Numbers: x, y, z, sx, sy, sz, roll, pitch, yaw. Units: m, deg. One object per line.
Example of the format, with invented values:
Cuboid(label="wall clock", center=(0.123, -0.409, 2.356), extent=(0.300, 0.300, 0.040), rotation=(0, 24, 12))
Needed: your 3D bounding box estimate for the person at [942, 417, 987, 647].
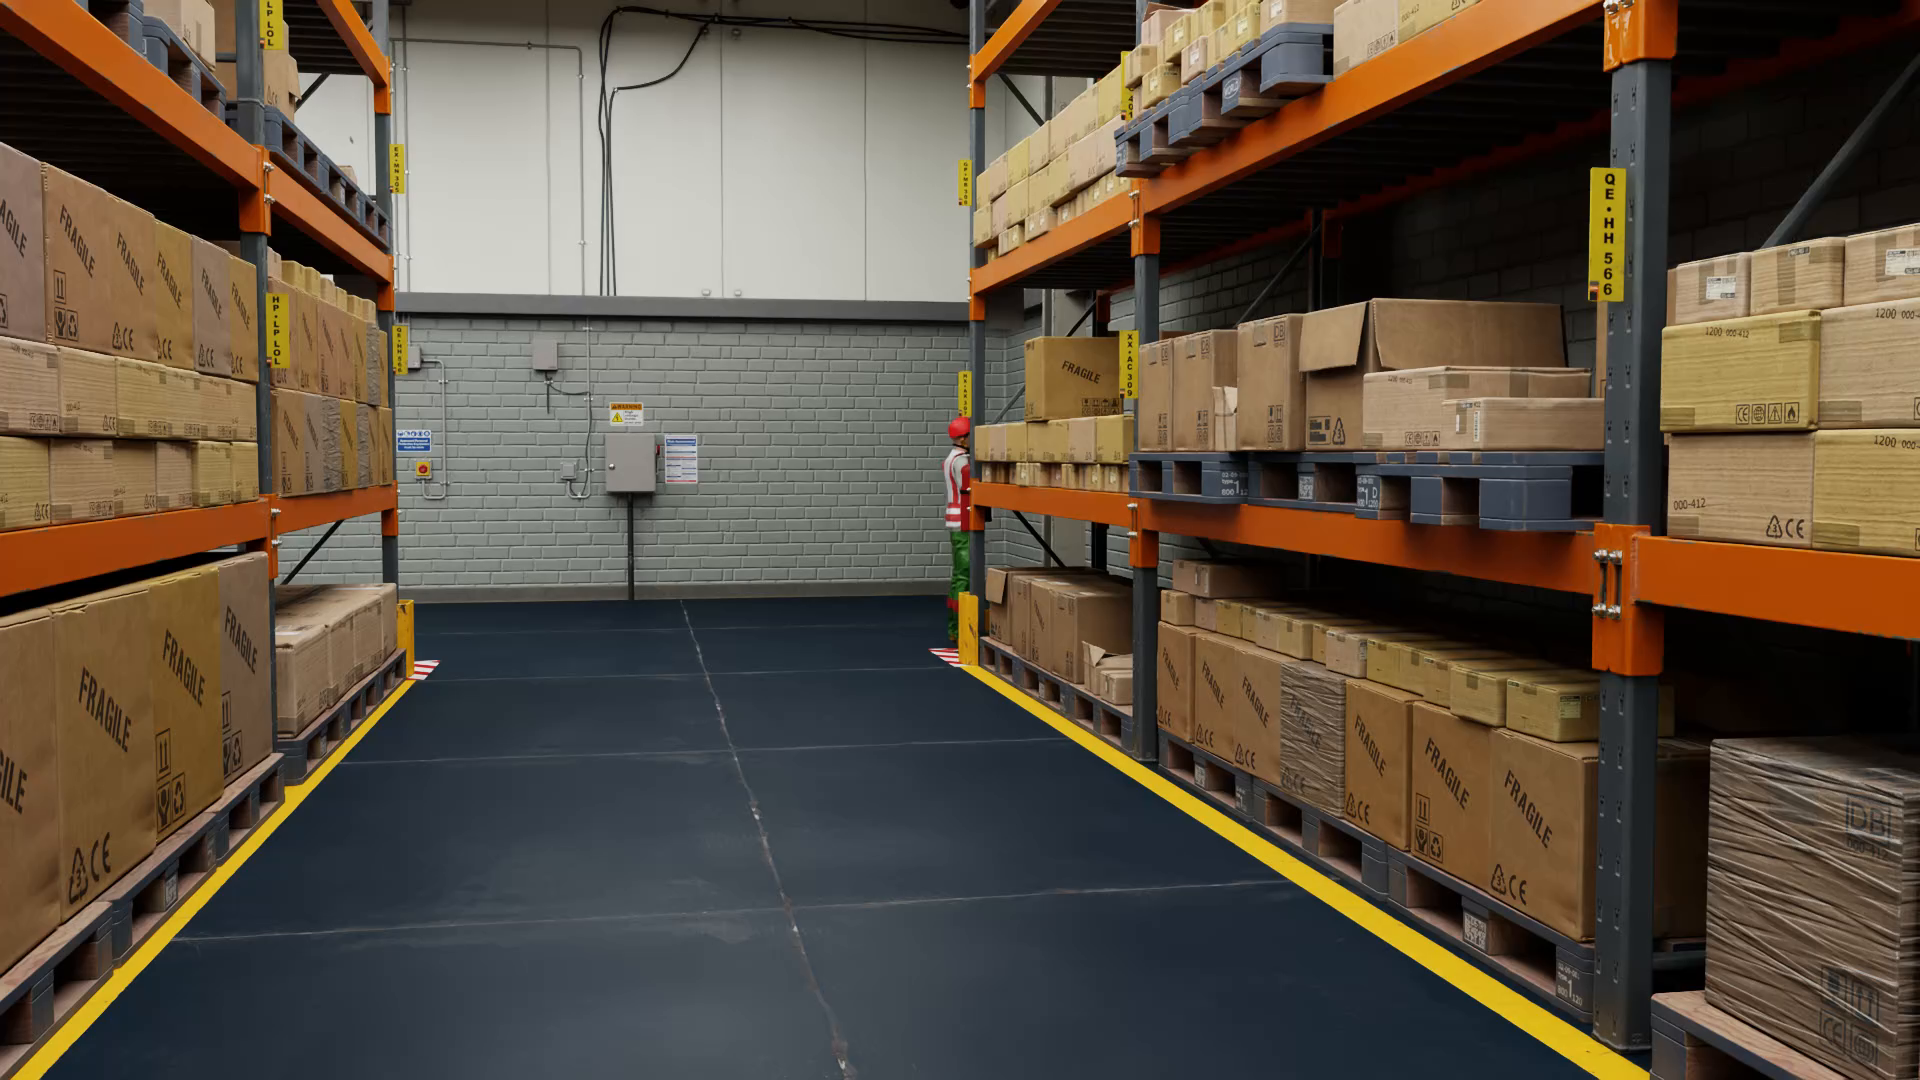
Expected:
Cuboid(label="person", center=(0.064, -0.071, 13.078), extent=(0.365, 1.790, 0.557), rotation=(0, 3, -9))
